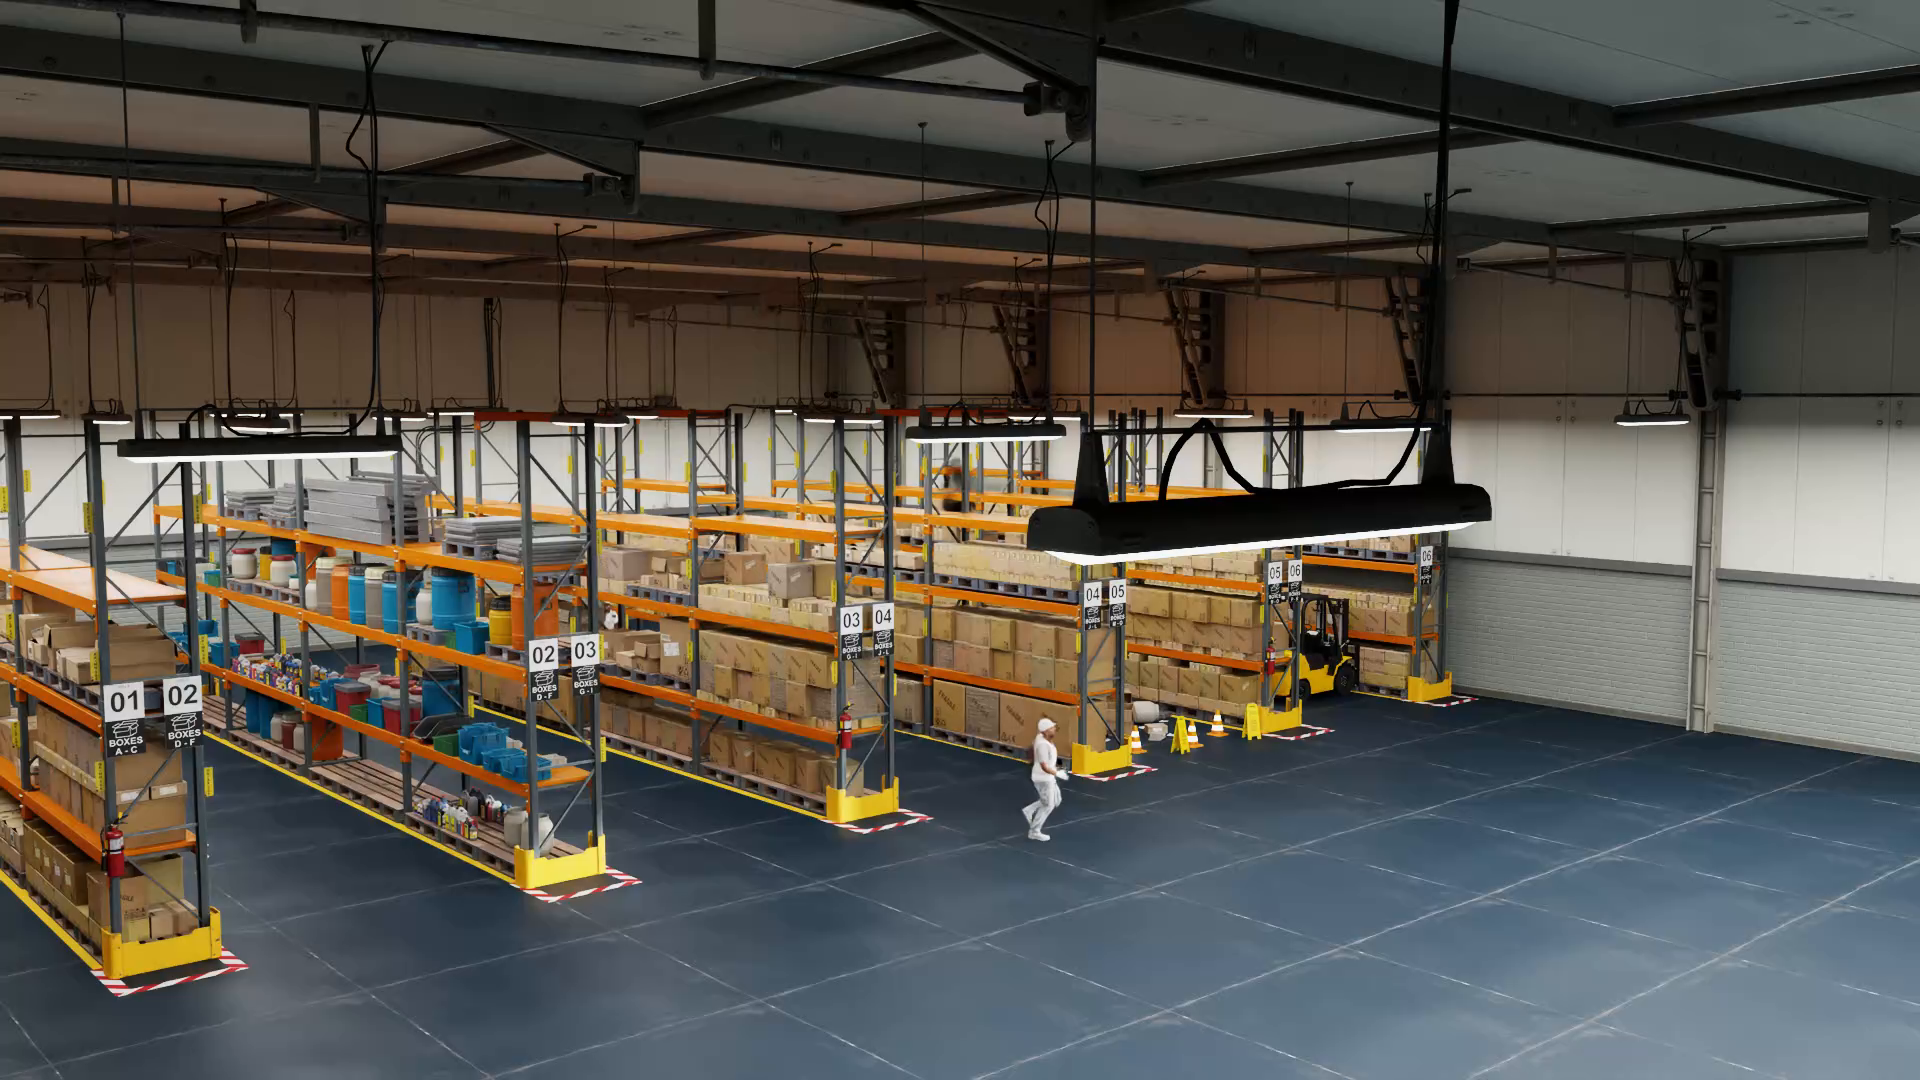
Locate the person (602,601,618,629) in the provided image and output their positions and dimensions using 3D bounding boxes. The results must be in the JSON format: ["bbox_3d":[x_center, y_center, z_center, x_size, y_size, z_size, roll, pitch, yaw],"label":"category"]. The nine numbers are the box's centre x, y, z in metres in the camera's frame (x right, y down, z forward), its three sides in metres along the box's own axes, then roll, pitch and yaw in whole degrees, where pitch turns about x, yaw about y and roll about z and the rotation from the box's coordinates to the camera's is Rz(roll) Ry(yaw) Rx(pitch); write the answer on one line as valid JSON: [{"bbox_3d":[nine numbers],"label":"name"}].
[{"bbox_3d":[-7.835,2.207,36.975,0.641,1.847,0.797,-3,6,-34],"label":"person"}]

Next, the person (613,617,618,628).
[{"bbox_3d":[-7.036,2.450,34.124,0.923,1.791,0.635,5,7,43],"label":"person"}]

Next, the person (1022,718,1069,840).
[{"bbox_3d":[1.211,3.393,23.667,0.663,1.740,0.711,0,5,2],"label":"person"}]
